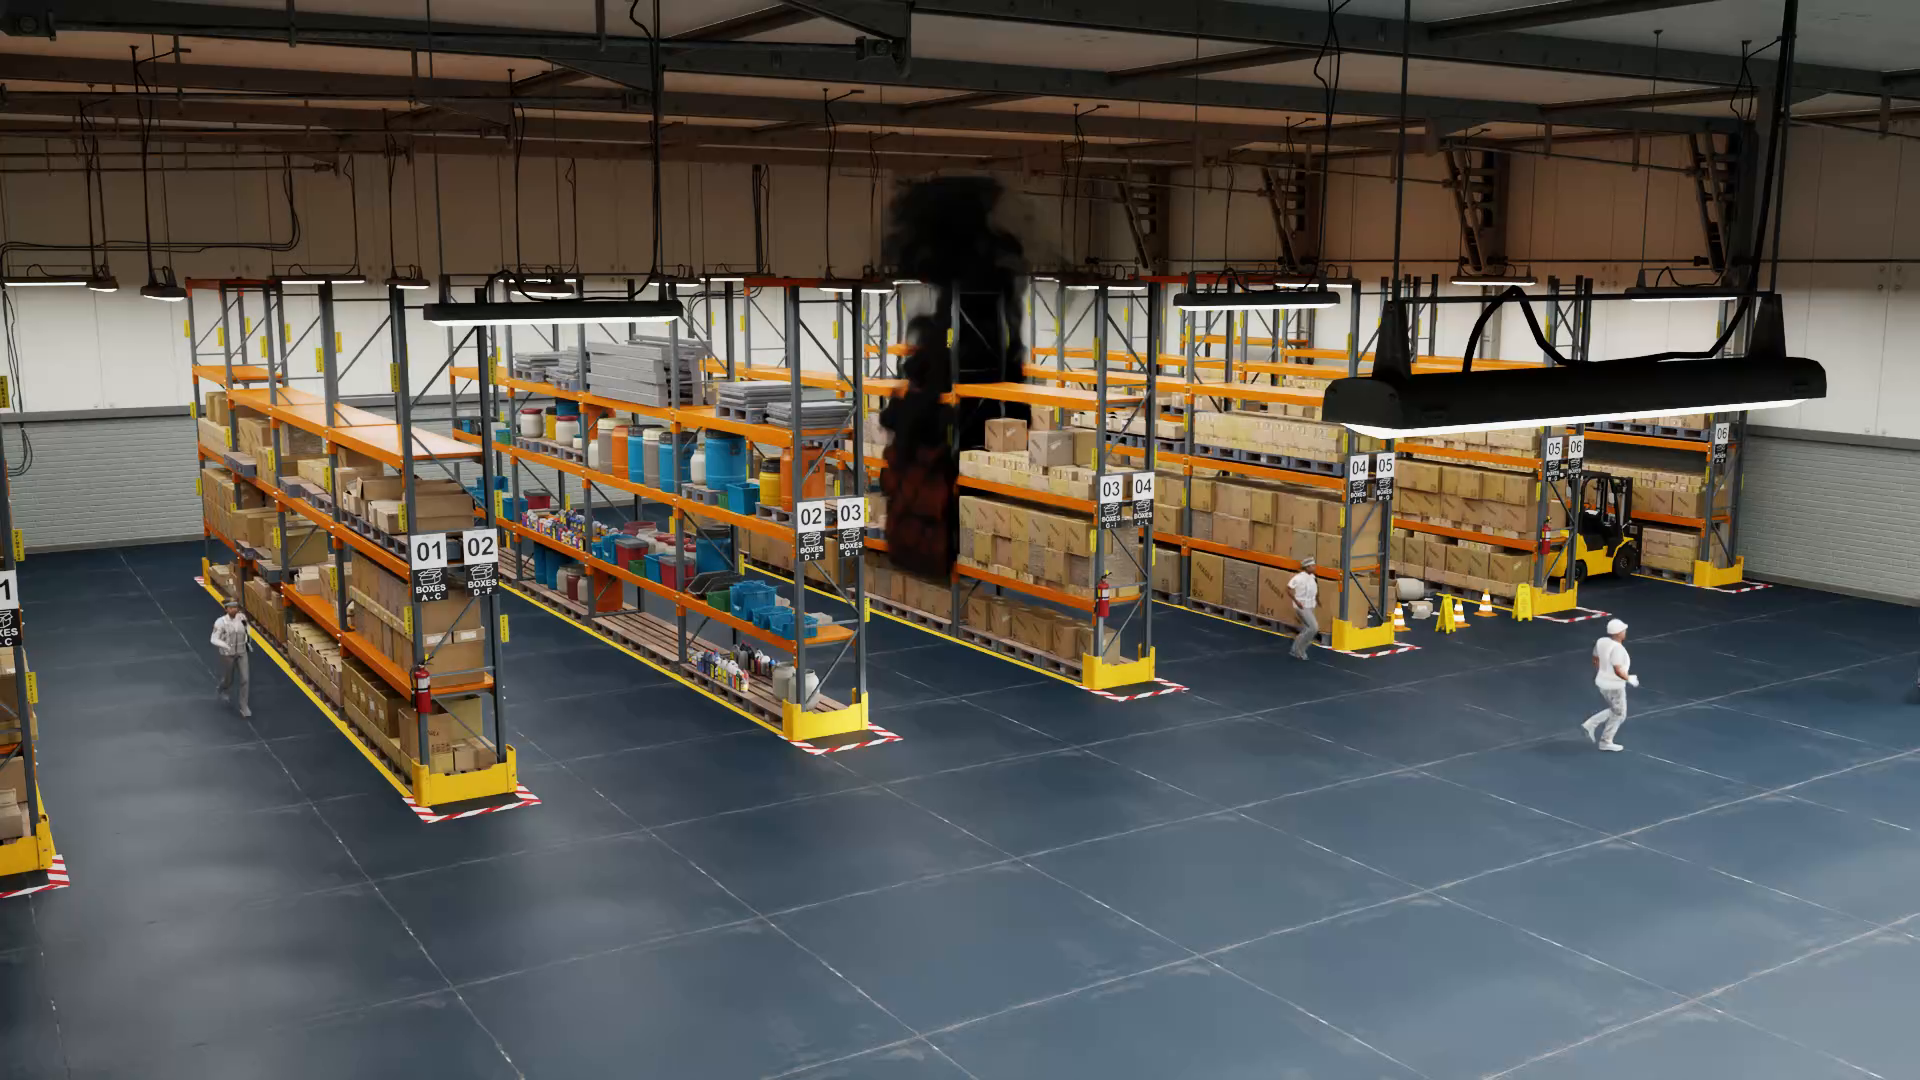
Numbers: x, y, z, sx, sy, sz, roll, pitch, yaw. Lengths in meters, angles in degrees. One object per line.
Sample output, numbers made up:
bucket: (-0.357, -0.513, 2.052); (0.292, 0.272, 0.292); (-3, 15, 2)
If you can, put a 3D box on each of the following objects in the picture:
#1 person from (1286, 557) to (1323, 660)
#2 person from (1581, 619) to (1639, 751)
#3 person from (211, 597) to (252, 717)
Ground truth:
person: (5.543, 1.086, 26.535); (0.581, 1.660, 0.595); (9, 13, 43)
person: (8.431, 1.885, 21.537); (0.592, 1.741, 0.687); (0, 10, 0)
person: (-10.272, 1.604, 23.426); (0.541, 1.681, 0.892); (-9, 13, -42)
